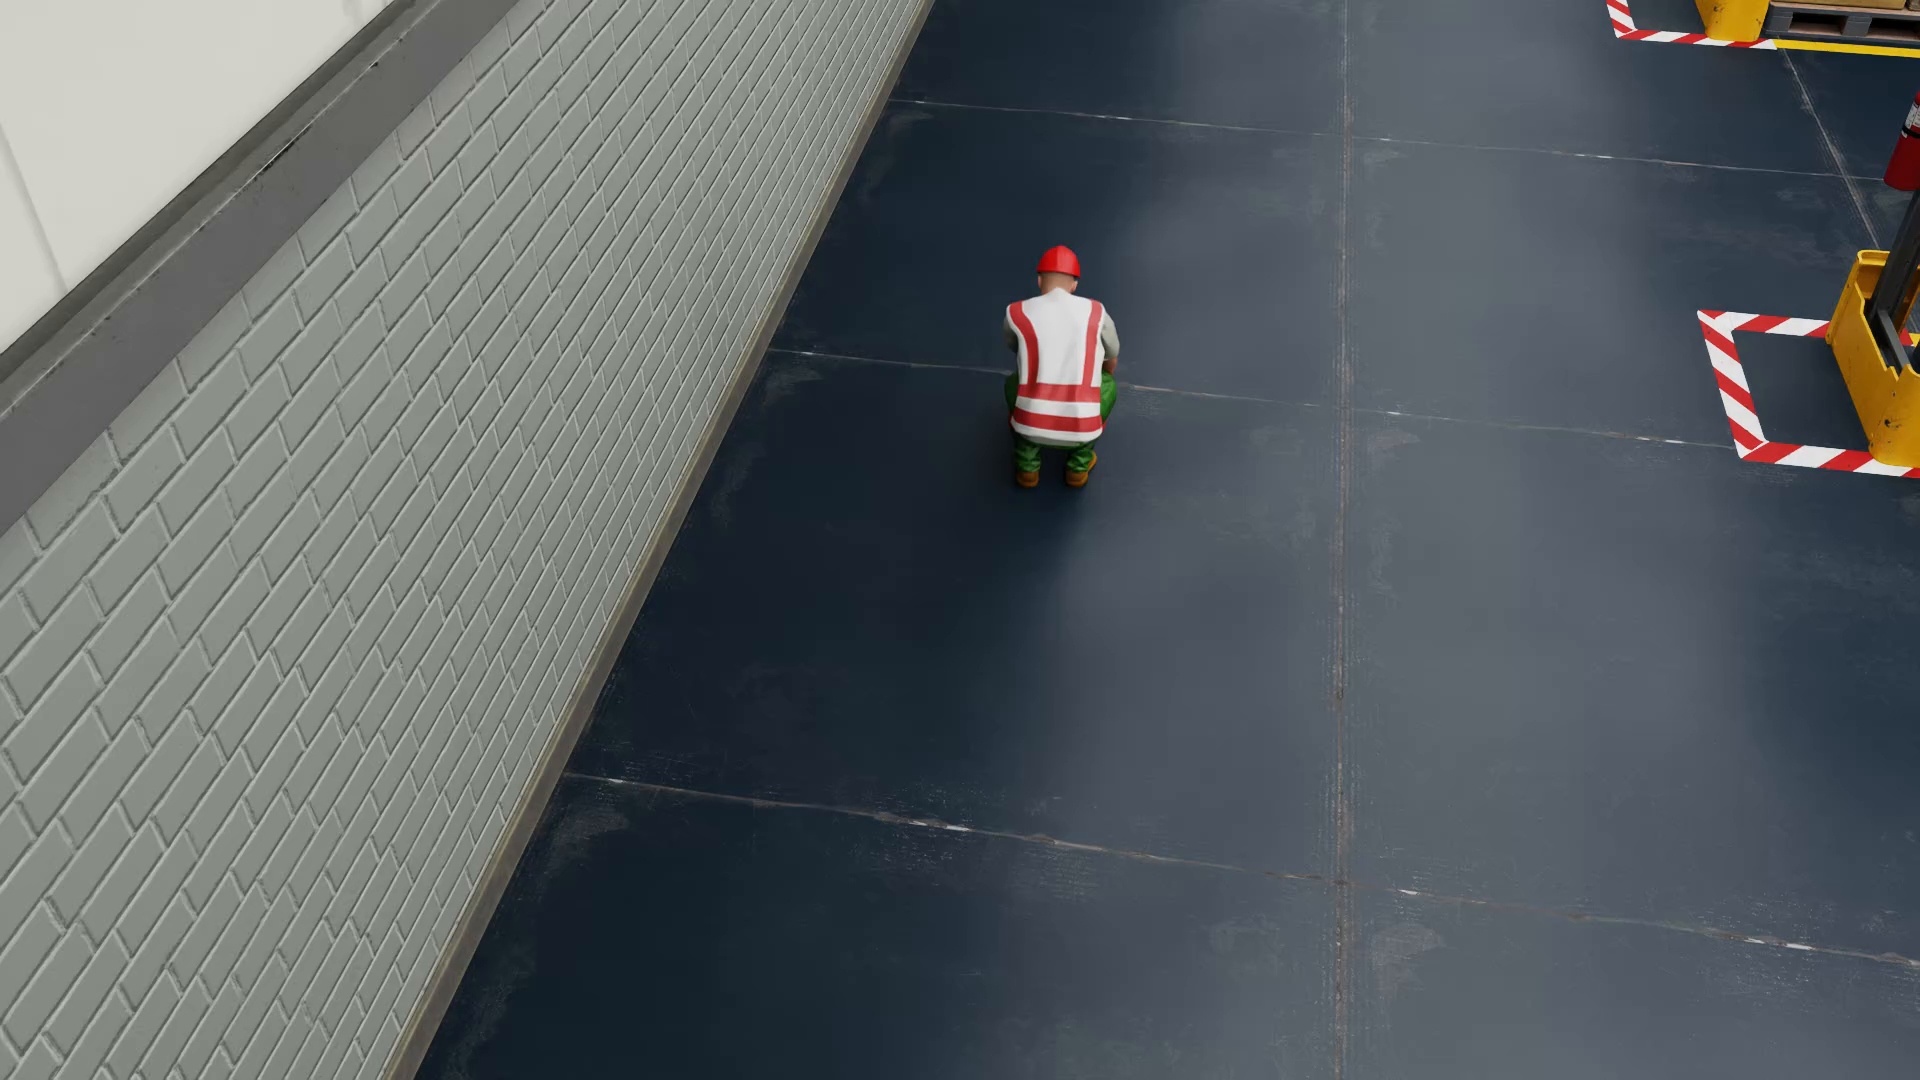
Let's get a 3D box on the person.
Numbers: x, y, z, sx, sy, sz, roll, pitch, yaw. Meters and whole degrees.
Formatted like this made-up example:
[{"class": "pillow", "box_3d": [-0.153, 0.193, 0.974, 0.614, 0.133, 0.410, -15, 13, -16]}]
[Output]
[{"class": "person", "box_3d": [0.456, -0.779, 7.684, 0.549, 0.995, 0.865, 6, 41, 7]}]
